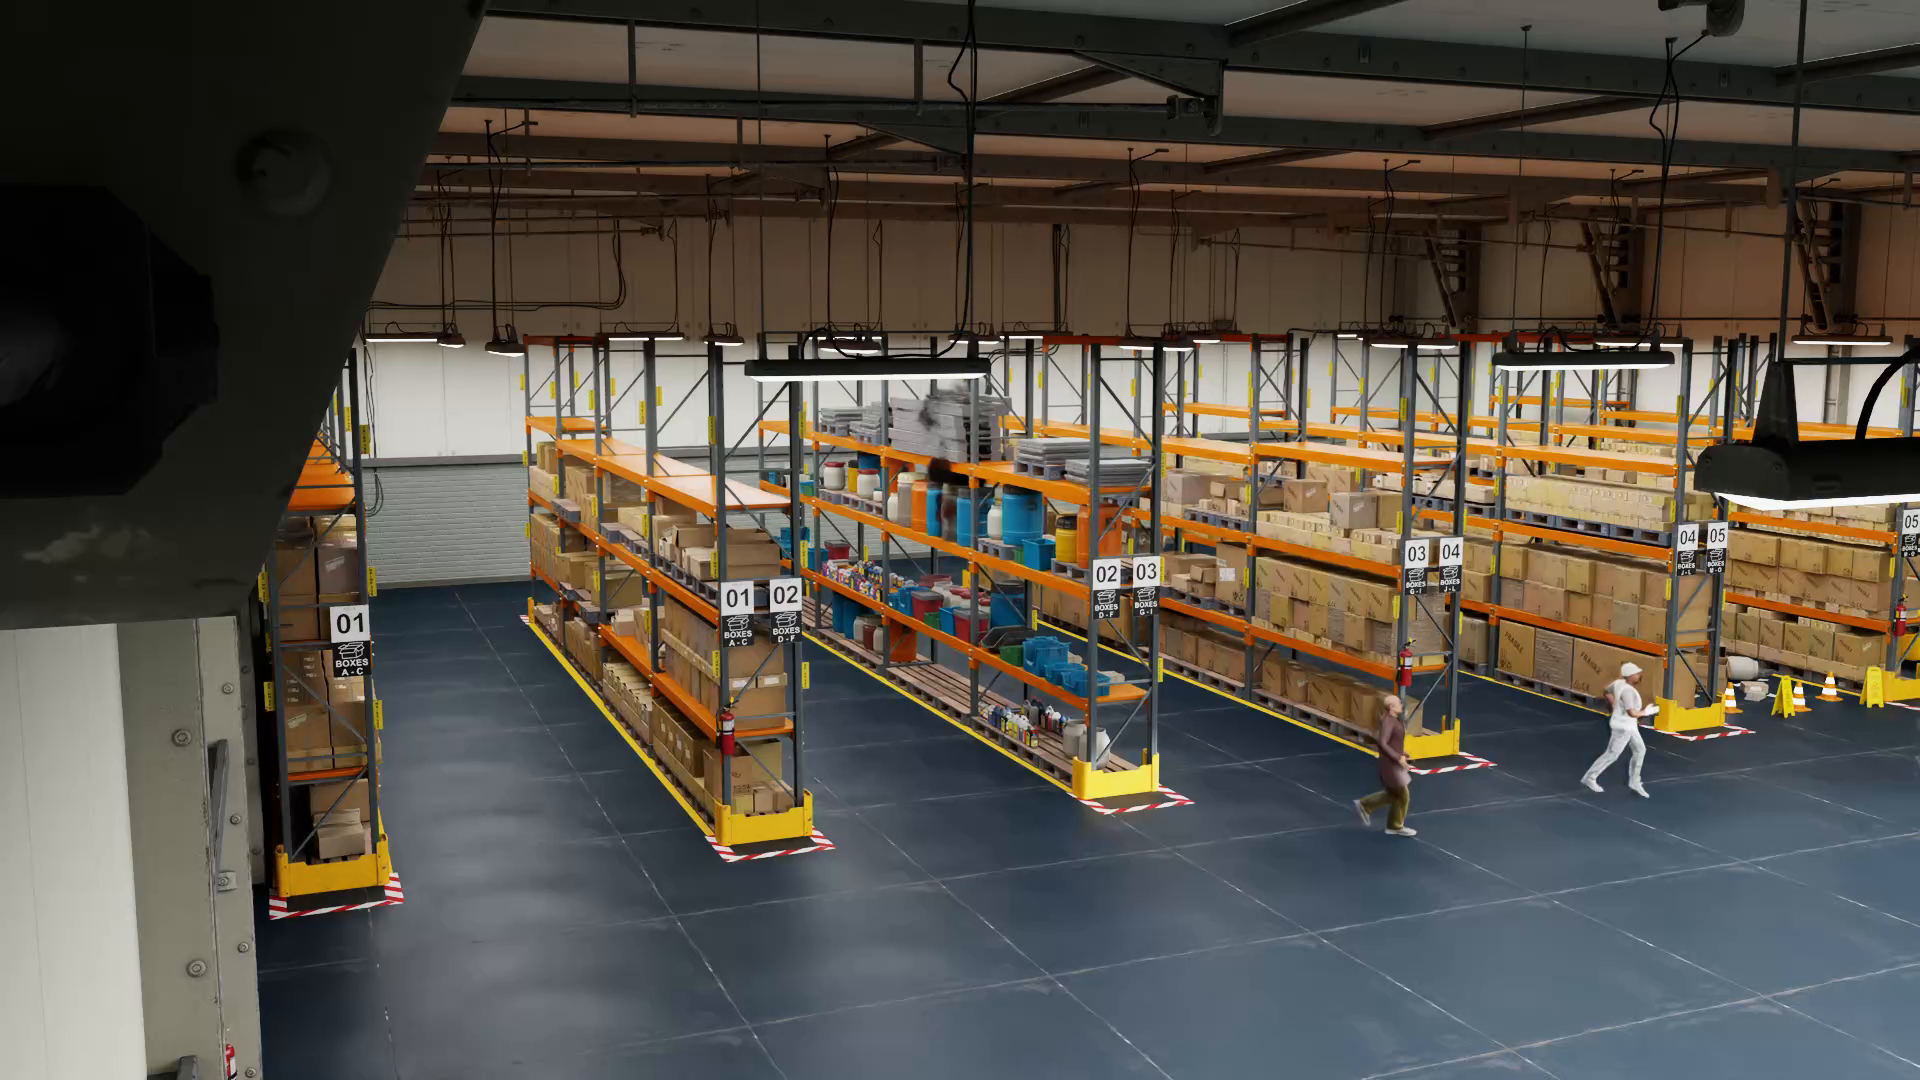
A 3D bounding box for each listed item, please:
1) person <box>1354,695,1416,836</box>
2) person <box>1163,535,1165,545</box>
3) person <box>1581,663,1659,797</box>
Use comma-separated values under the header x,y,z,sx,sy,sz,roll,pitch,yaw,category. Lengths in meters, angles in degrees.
x,y,z,sx,sy,sz,roll,pitch,yaw,category
5.236,2.758,20.400,0.756,1.746,0.734,2,8,13,person
5.009,-0.052,41.582,0.675,1.734,0.736,-3,8,-25,person
8.769,2.521,22.096,0.925,1.831,0.696,3,8,18,person
